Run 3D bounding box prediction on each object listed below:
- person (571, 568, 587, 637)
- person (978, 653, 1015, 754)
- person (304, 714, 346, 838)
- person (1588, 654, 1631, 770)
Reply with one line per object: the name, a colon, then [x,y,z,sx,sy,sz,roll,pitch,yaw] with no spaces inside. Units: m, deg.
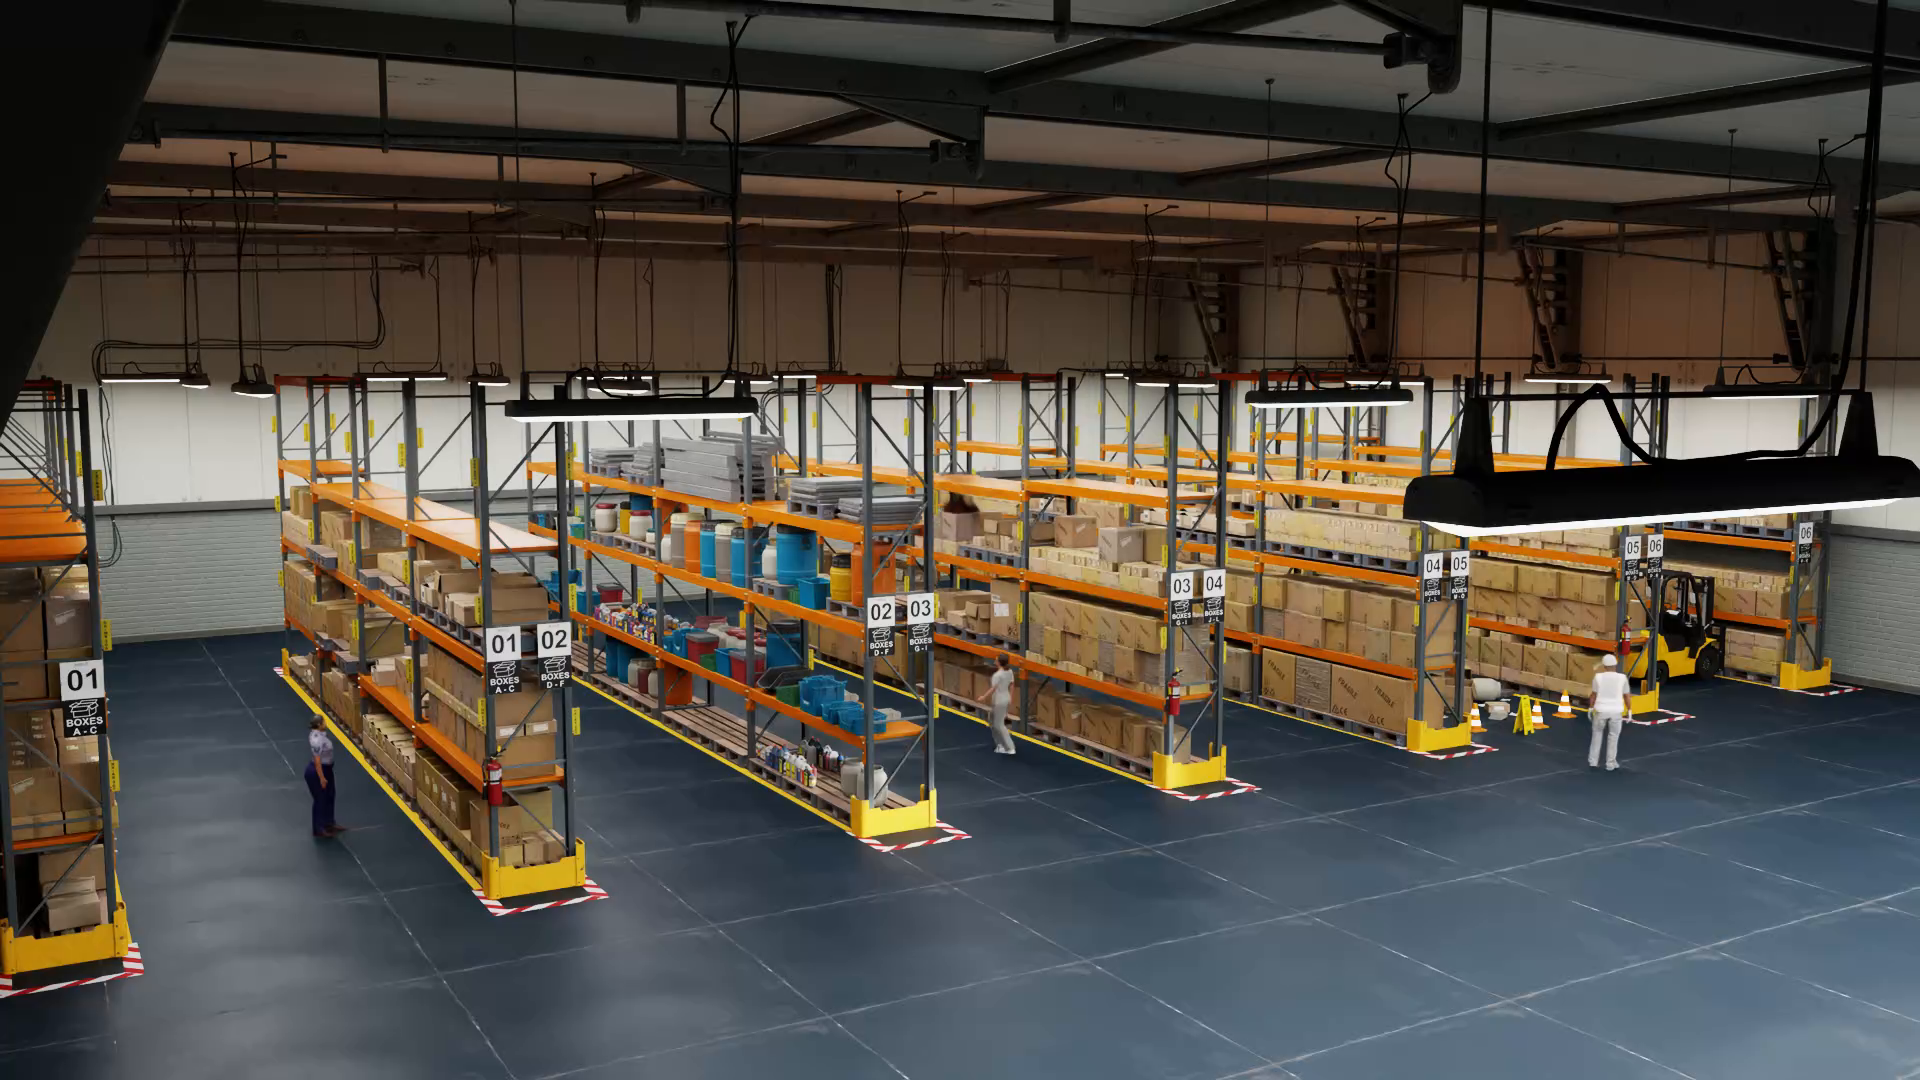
person: [-8.533,1.445,37.433,0.533,1.613,0.528,-3,7,-26]
person: [0.607,2.636,26.621,0.621,1.707,0.510,3,7,25]
person: [-8.460,3.112,22.086,0.413,1.654,0.539,0,6,-3]
person: [10.035,2.656,25.680,0.619,1.822,0.452,3,7,23]
